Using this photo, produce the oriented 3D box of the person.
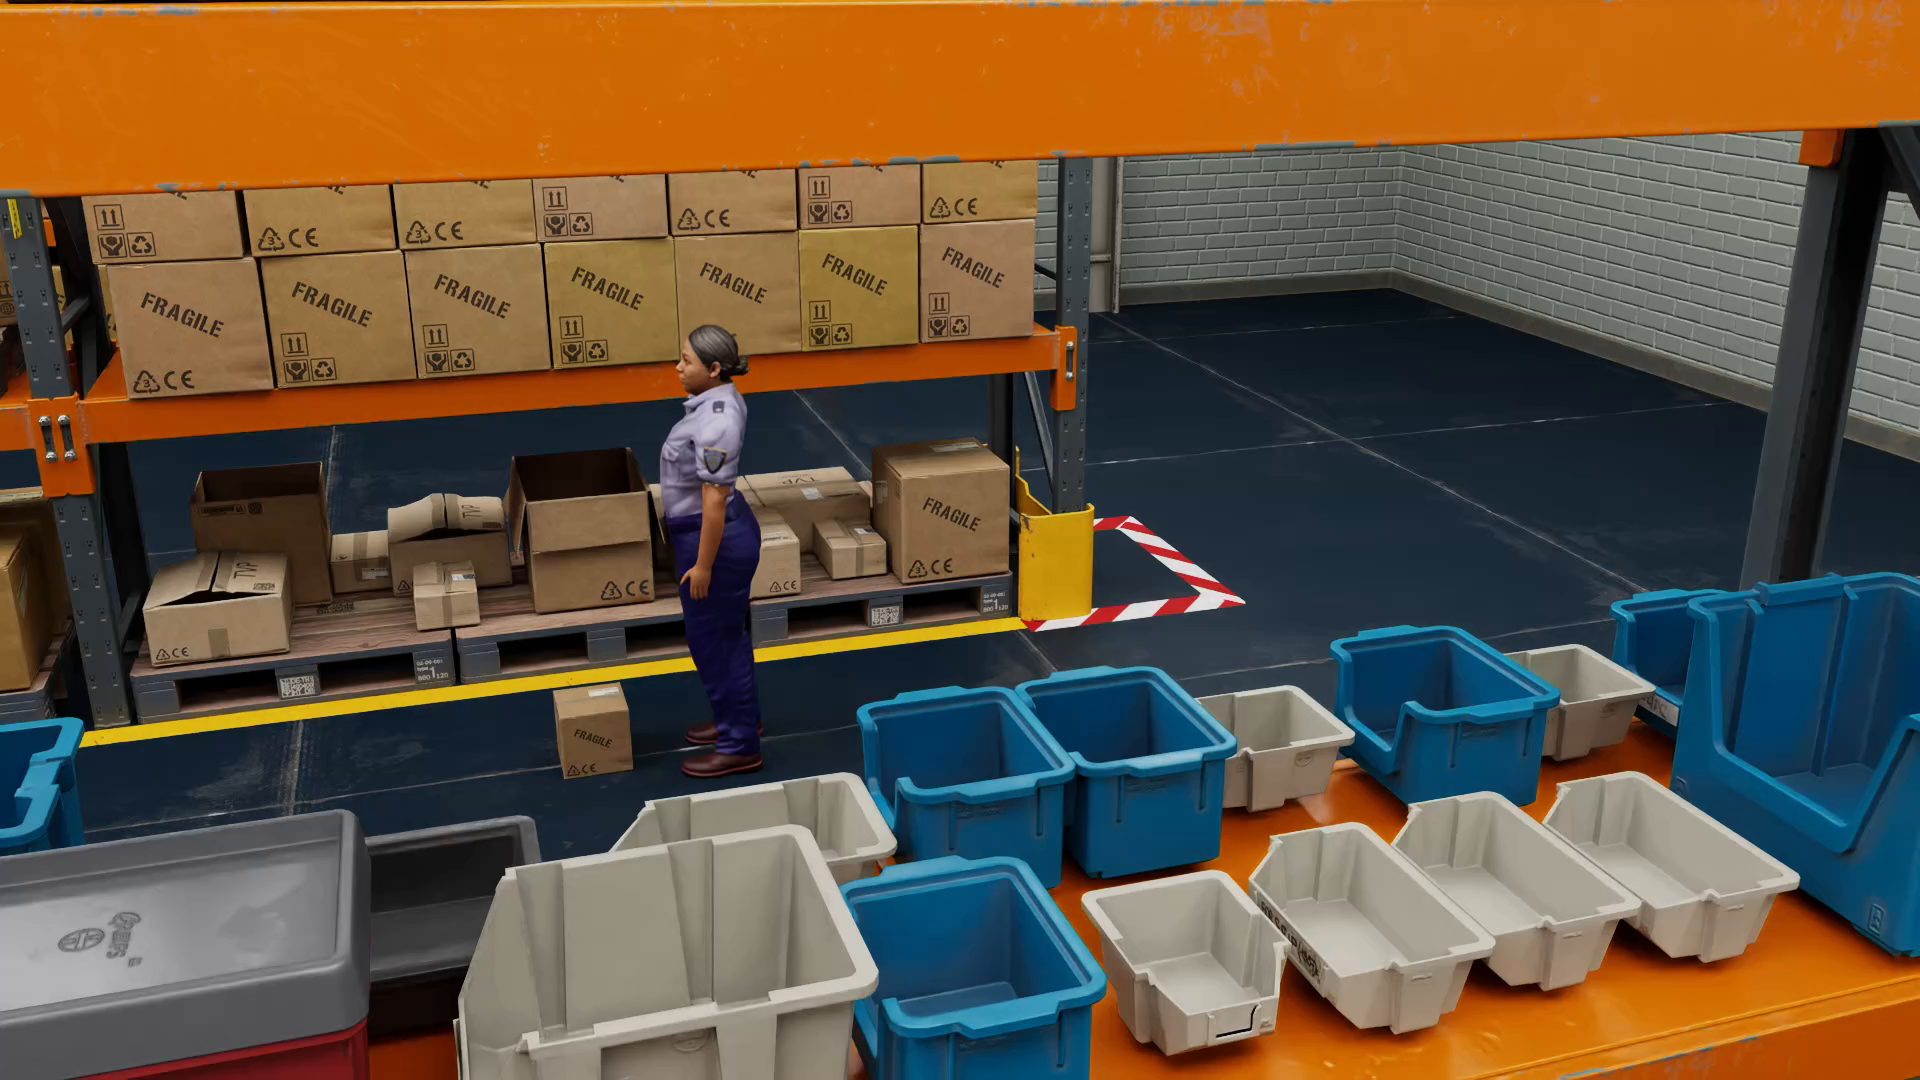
[{"bbox_3d":[-0.897,0.039,5.985,0.332,1.649,0.467,-1,19,-4],"label":"person"}]
